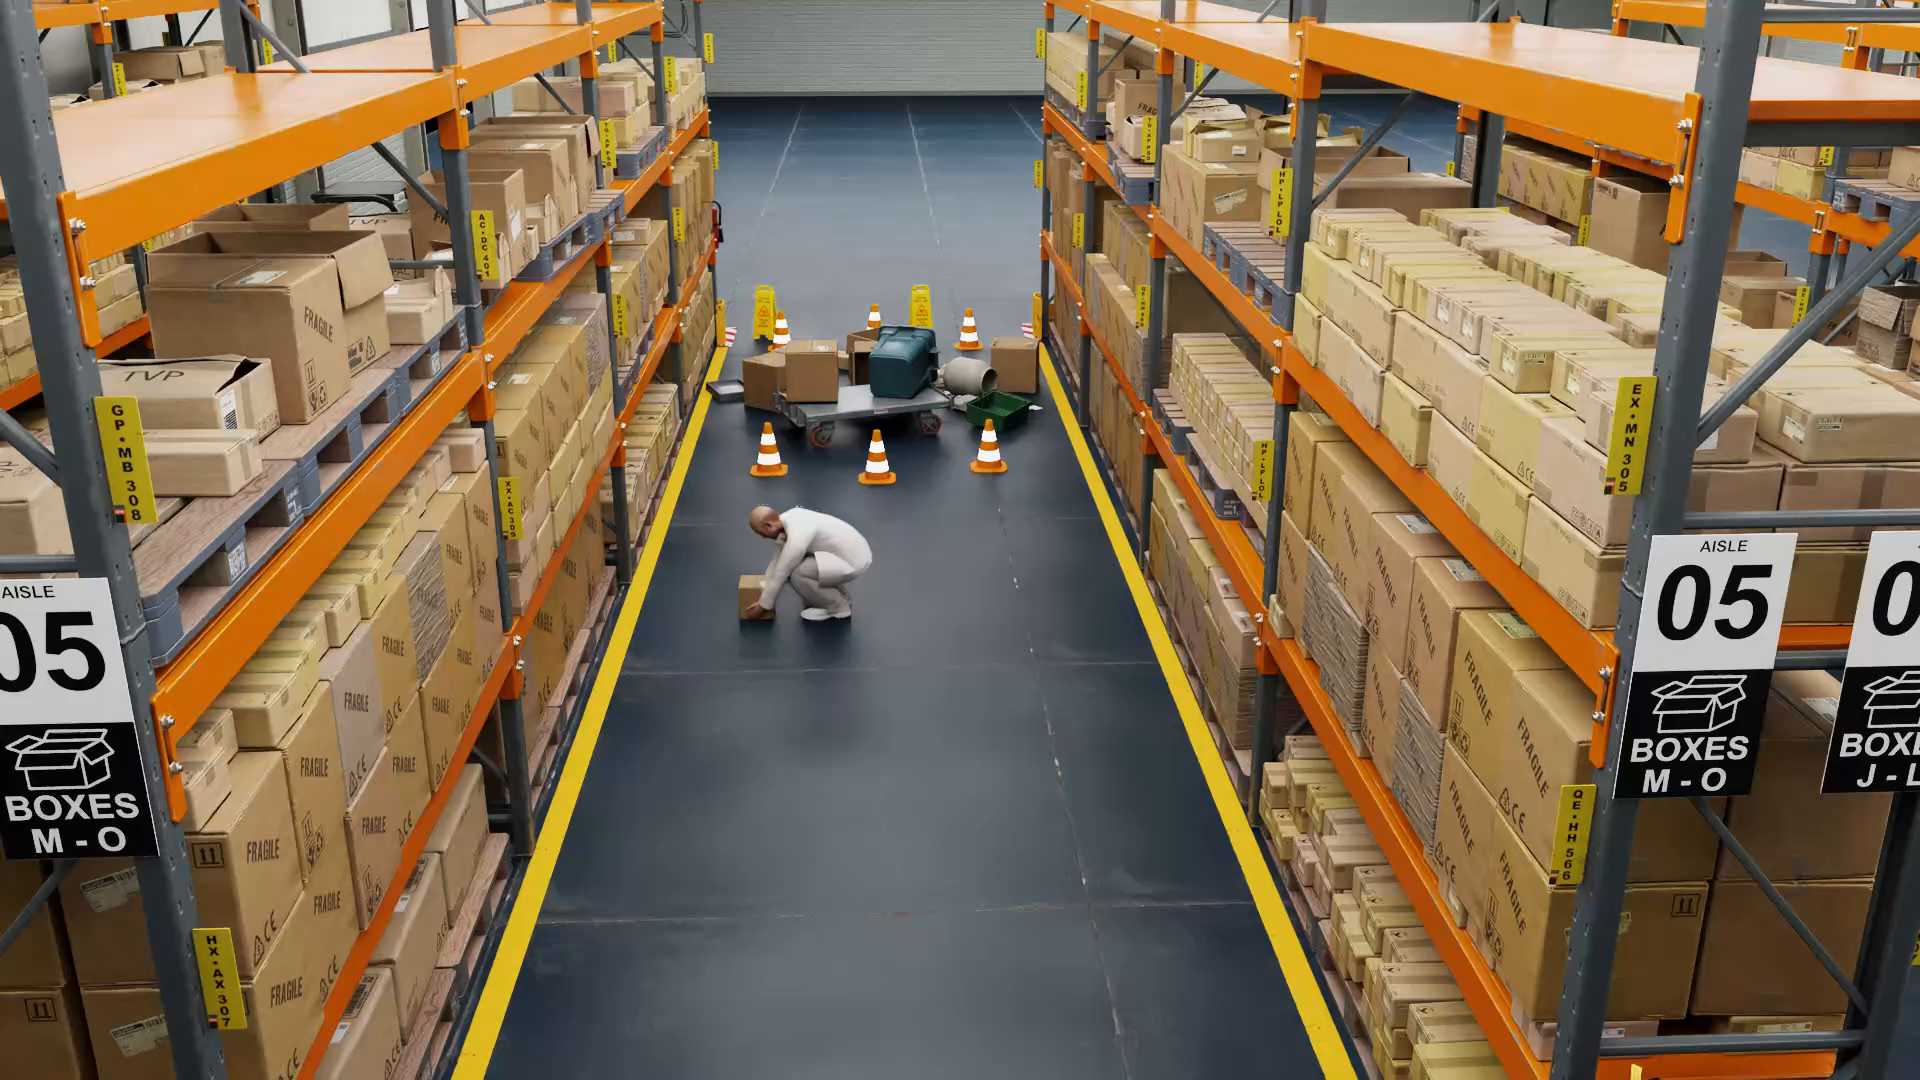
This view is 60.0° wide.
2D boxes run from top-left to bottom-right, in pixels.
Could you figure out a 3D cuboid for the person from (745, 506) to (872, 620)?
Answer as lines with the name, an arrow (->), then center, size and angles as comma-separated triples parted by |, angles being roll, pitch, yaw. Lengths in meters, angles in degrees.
person -> -1.104, 0.146, 12.088 | 0.935, 0.878, 0.587 | -1, 20, -3
